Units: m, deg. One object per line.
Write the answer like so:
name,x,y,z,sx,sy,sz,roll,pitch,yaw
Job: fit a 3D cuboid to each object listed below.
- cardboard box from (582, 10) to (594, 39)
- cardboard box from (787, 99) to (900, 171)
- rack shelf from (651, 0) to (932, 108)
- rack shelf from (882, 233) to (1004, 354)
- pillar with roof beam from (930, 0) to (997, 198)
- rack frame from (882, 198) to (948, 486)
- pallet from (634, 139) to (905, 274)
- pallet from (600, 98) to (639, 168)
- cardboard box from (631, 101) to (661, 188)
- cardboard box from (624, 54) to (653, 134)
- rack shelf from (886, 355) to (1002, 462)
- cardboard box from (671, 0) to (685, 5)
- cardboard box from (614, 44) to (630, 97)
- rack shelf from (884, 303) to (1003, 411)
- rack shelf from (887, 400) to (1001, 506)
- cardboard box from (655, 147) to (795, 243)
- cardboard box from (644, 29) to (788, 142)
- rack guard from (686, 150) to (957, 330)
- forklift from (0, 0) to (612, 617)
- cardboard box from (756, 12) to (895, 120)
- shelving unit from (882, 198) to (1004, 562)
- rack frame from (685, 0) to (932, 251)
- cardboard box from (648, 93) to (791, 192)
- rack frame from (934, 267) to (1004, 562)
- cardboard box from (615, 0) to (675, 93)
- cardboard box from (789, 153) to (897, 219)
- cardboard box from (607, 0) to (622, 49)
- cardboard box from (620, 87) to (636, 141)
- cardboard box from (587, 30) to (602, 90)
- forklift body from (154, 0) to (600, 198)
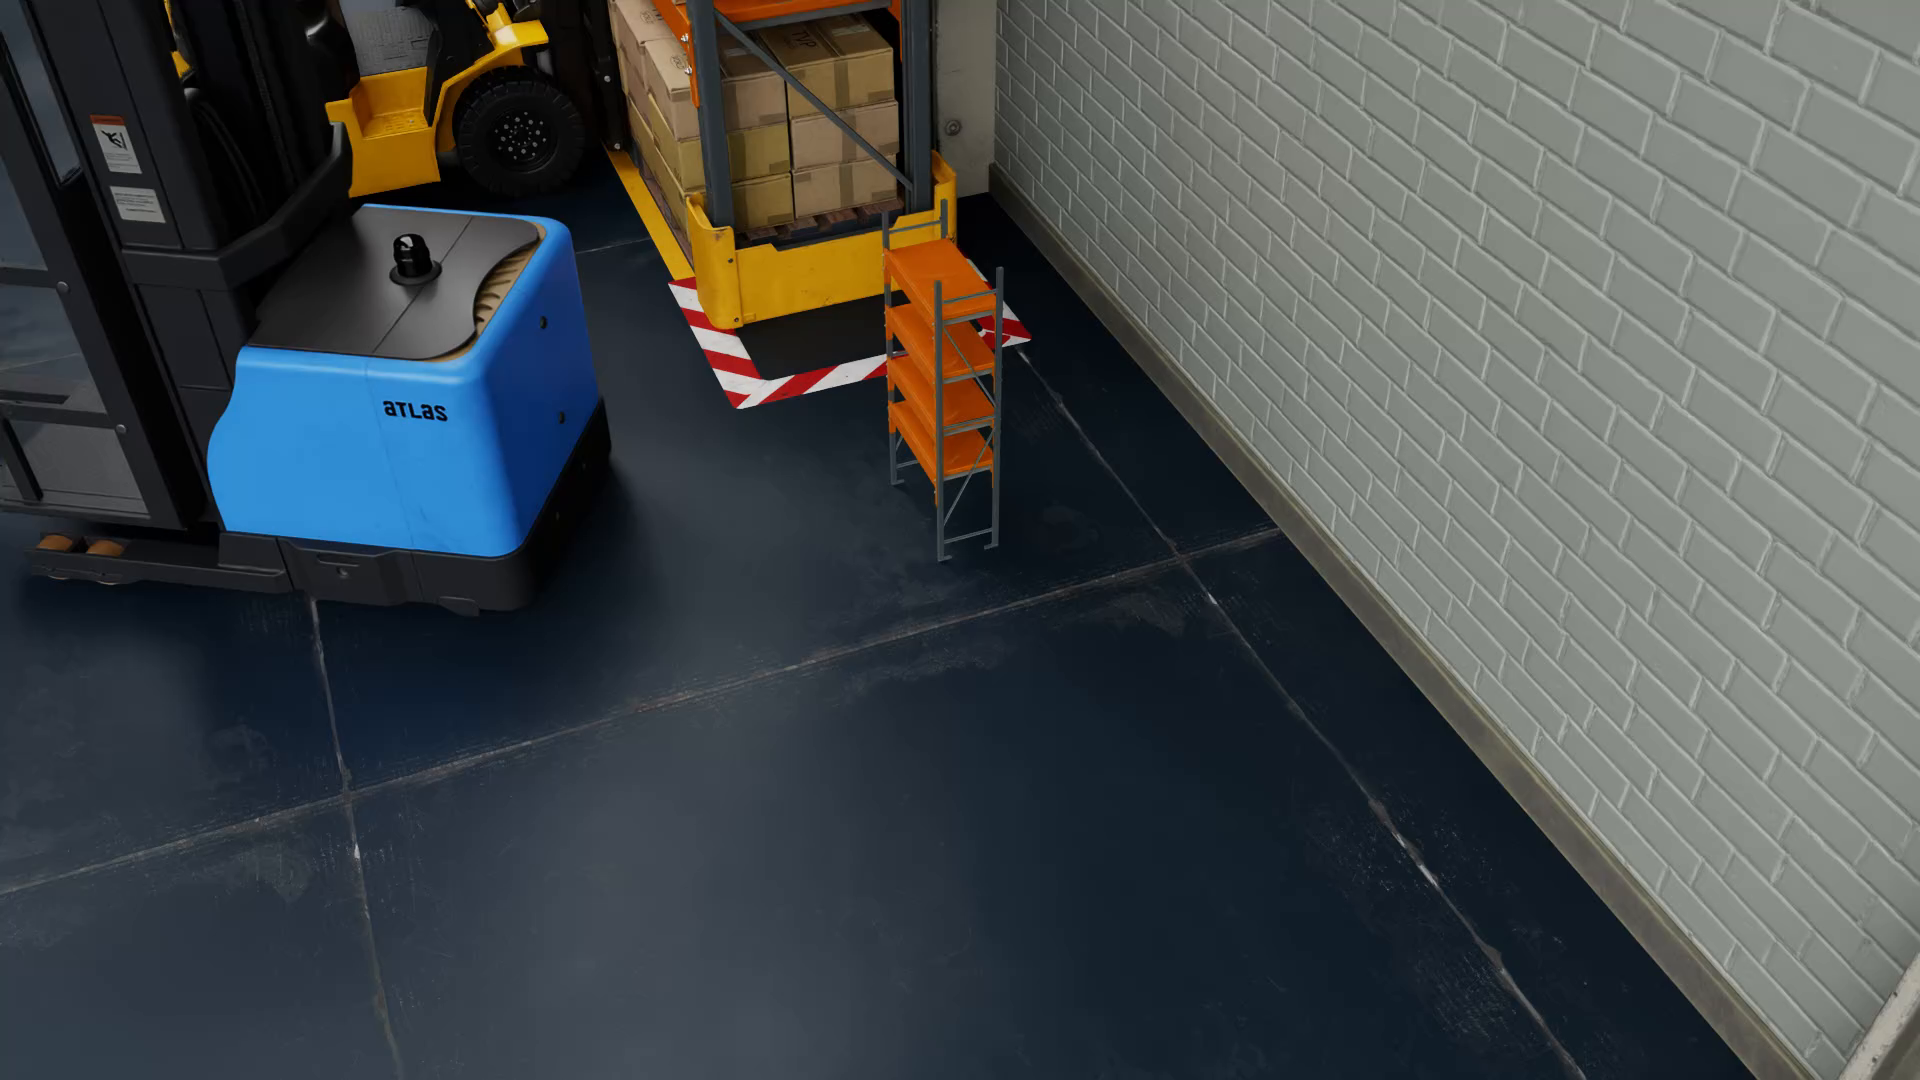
cardboard box,-1.671,-2.750,8.550,0.500,0.250,0.500,-15,43,-17
cardboard box,-0.597,-1.957,7.628,0.500,0.250,0.500,-14,43,-16
rack shelf,-1.374,-3.247,8.277,1.077,0.370,4.000,-15,43,-17
rack shelf,-0.063,-0.853,5.719,0.258,0.148,0.480,-15,43,-17
pillar with roof beam,-4.020,-4.160,4.186,9.100,9.000,0.400,-15,43,-17
rack frame,-0.157,-0.702,6.146,0.240,1.200,0.015,-15,43,-17
pallet,-0.940,-1.708,8.075,1.003,0.211,1.213,-15,43,-17
pallet,-1.403,-2.442,8.928,1.003,0.211,1.213,-15,43,-17
cardboard box,-1.262,-1.938,7.990,0.500,0.250,0.500,-15,43,-17
cardboard box,-1.266,-2.142,7.843,0.500,0.250,0.500,-16,43,-17
rack shelf,-0.063,-0.504,6.019,0.258,0.148,0.480,-15,43,-17
cardboard box,-1.040,-2.584,6.878,0.500,0.500,0.500,-16,43,-18
cardboard box,-1.483,-2.447,8.199,0.500,0.250,0.500,-16,43,-18
rack shelf,-0.063,-0.673,5.873,0.258,0.148,0.480,-15,43,-17
rack shelf,-0.063,-0.353,6.148,0.258,0.148,0.480,-15,43,-17
cardboard box,-1.081,-1.636,7.639,0.500,0.250,0.500,-15,43,-17
cardboard box,-1.073,-2.011,7.308,0.500,0.250,0.500,-14,43,-15
rack guard,-0.600,-1.353,7.440,1.175,0.500,0.348,-15,43,-17
forklift,-2.936,-1.282,5.492,3.031,2.935,1.130,6,41,6
cardboard box,-0.618,-2.148,7.467,0.500,0.250,0.500,-16,43,-18
shelving unit,-0.063,-0.555,5.975,0.258,1.200,0.503,-15,43,-17
rack frame,-0.609,-2.315,6.642,1.000,3.000,0.127,-15,43,-17
cardboard box,-1.084,-1.837,7.489,0.500,0.250,0.500,-16,43,-17
rack frame,0.030,-0.408,5.804,0.240,1.200,0.015,-15,43,-17
cardboard box,-1.274,-2.317,7.664,0.500,0.250,0.500,-14,43,-16
cardboard box,-0.616,-1.777,7.802,0.500,0.250,0.500,-15,43,-17
cardboard box,-1.476,-2.618,8.014,0.500,0.250,0.500,-15,43,-16
cardboard box,-1.445,-2.242,8.343,0.500,0.250,0.500,-15,43,-16
cardboard box,-1.665,-2.549,8.701,0.500,0.250,0.500,-14,43,-16
forklift body,-3.020,-2.681,7.718,2.313,2.155,1.214,-15,43,-17
